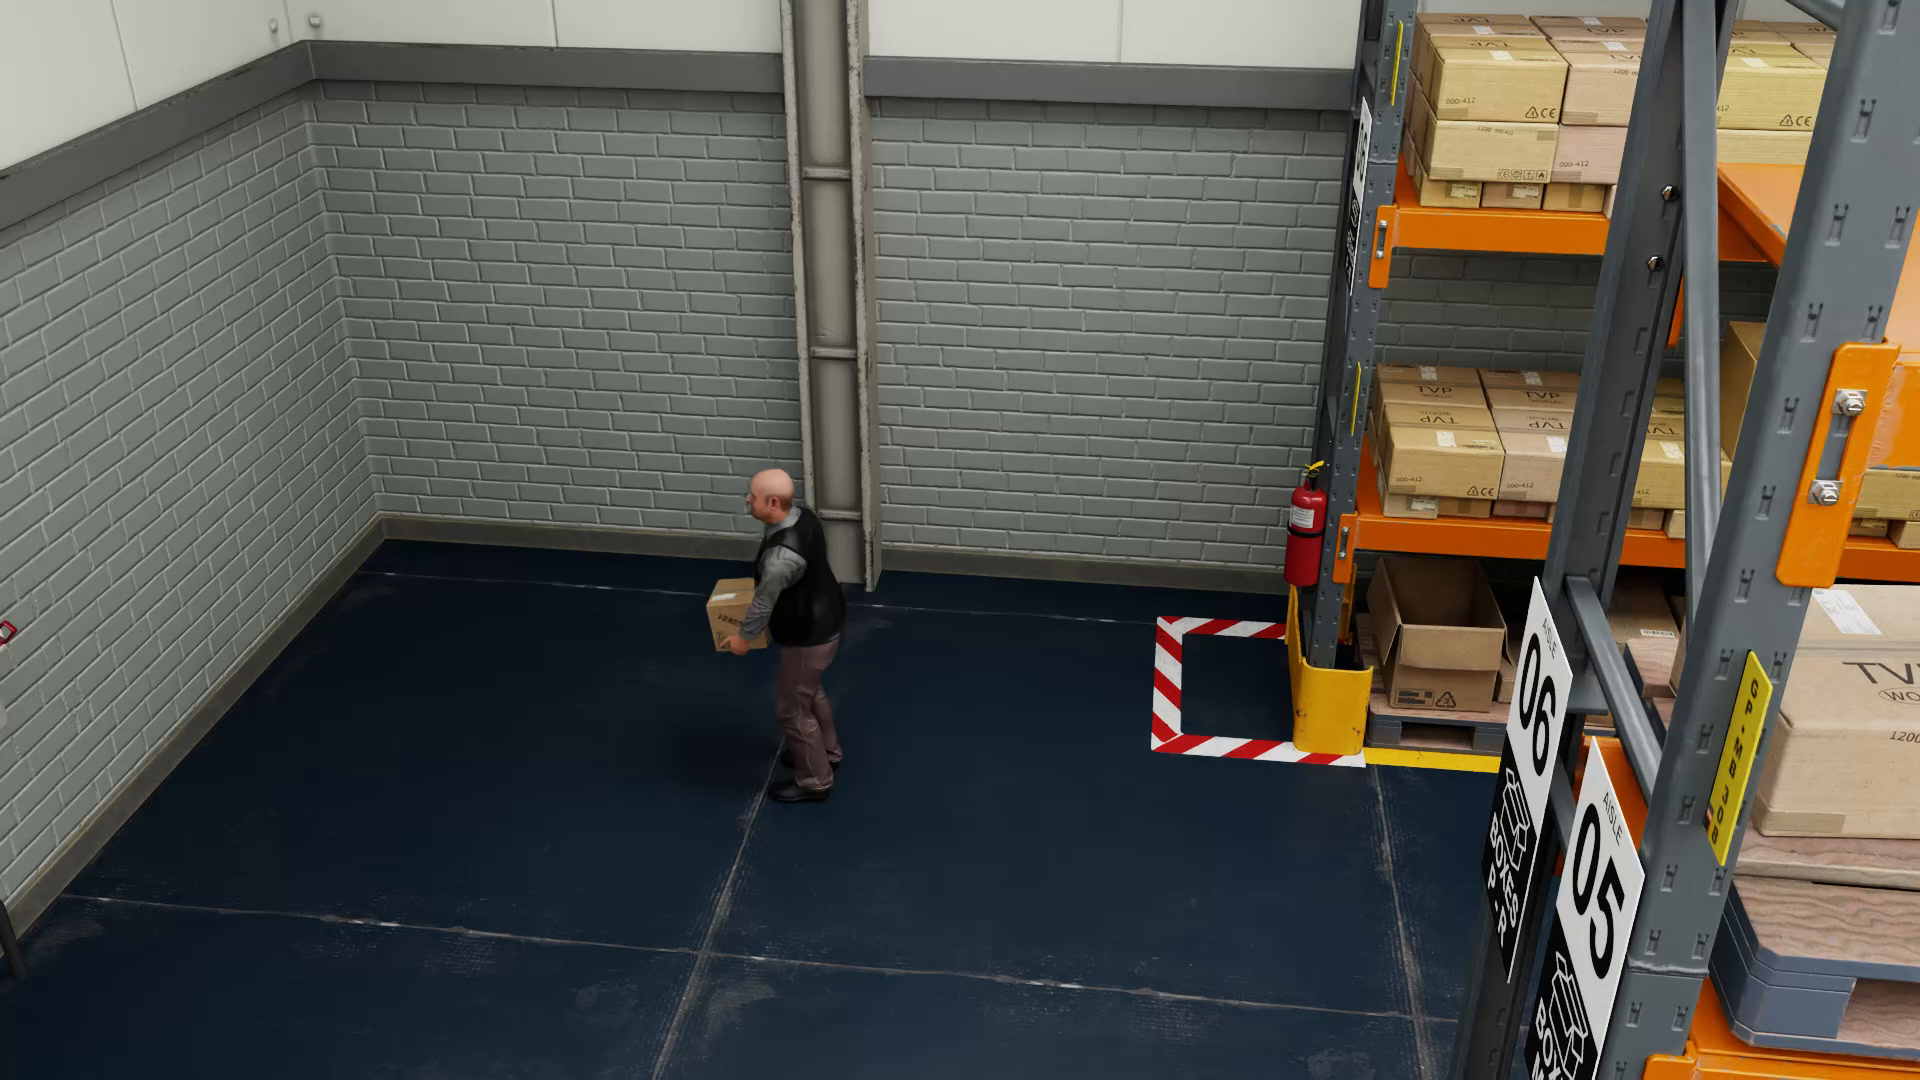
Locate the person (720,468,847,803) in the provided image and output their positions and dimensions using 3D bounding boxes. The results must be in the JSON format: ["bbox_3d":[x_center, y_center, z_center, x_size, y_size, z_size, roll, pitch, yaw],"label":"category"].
[{"bbox_3d":[-0.826,0.484,7.865,0.574,1.616,0.489,3,28,5],"label":"person"}]
